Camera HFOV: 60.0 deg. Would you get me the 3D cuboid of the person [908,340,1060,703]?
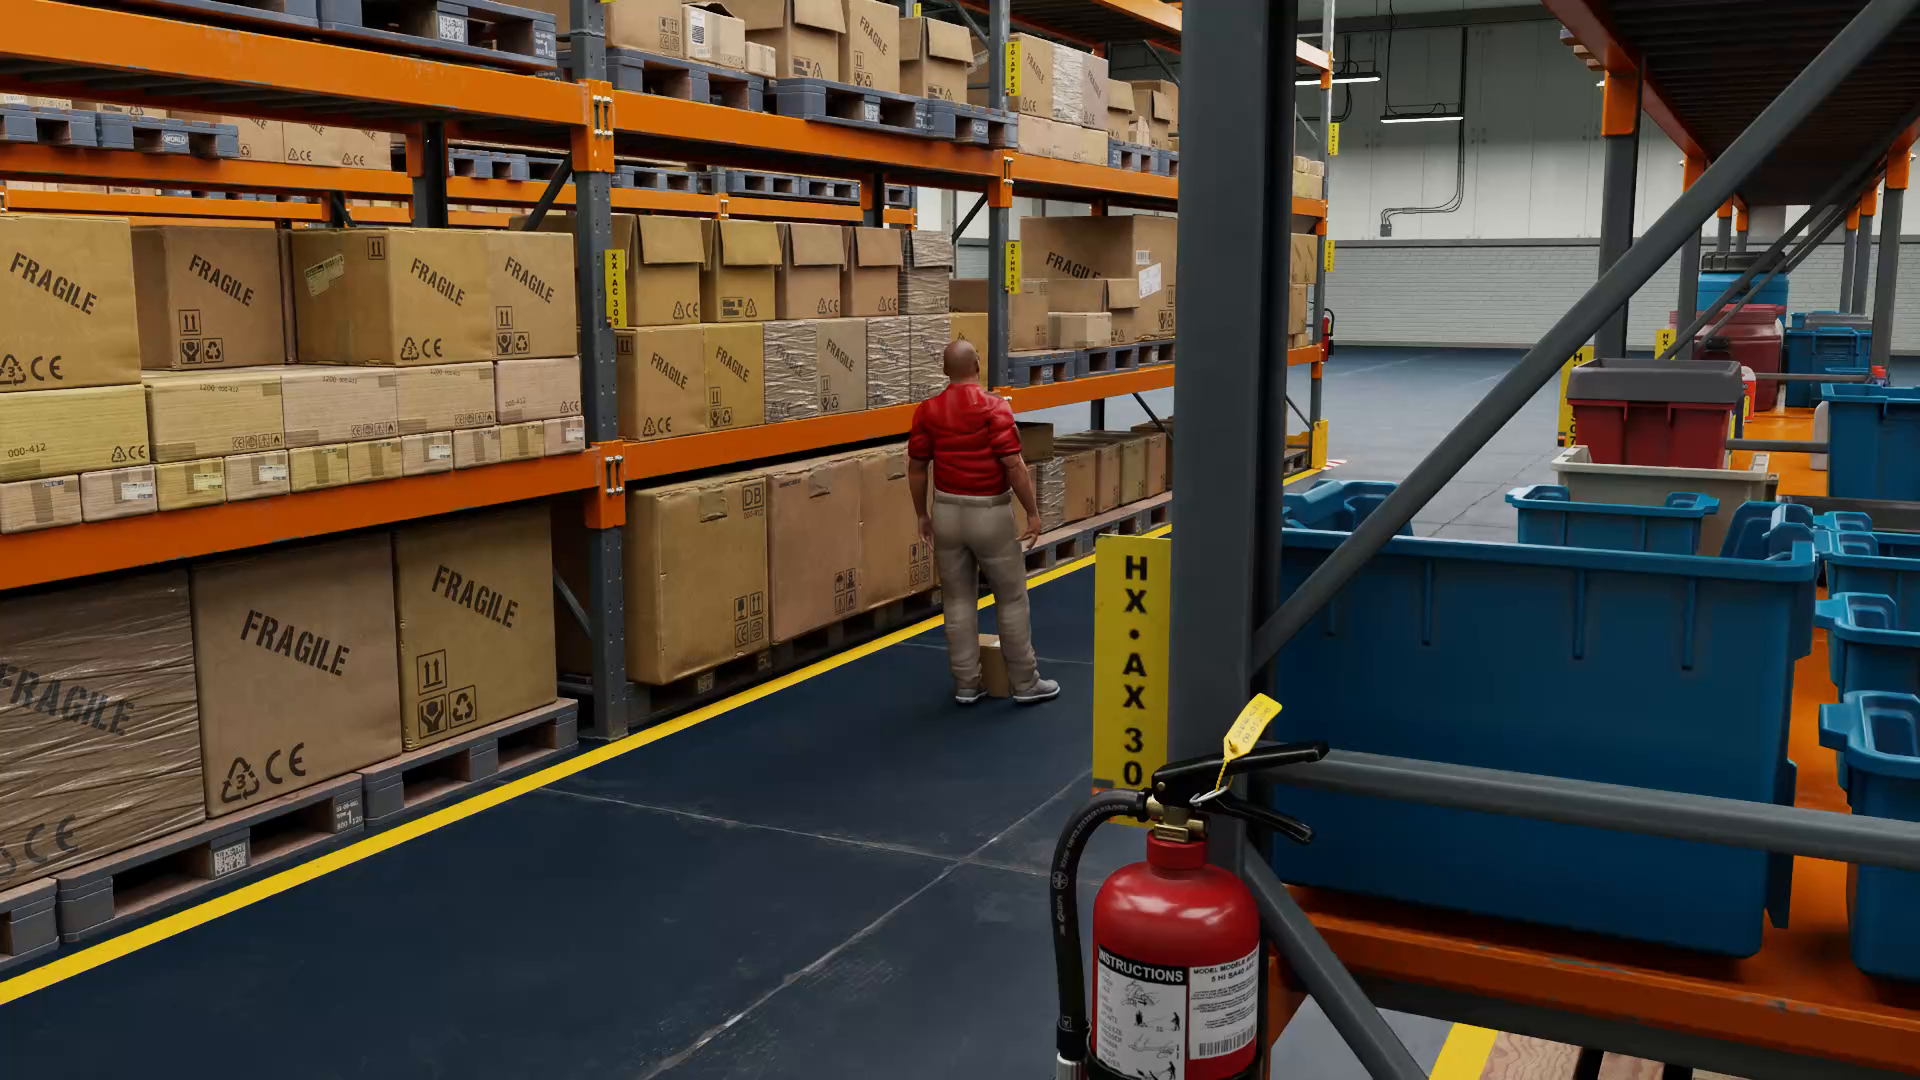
[{"bbox_3d":[0.108,-0.088,7.911,0.642,1.729,0.550,4,10,24],"label":"person"}]
